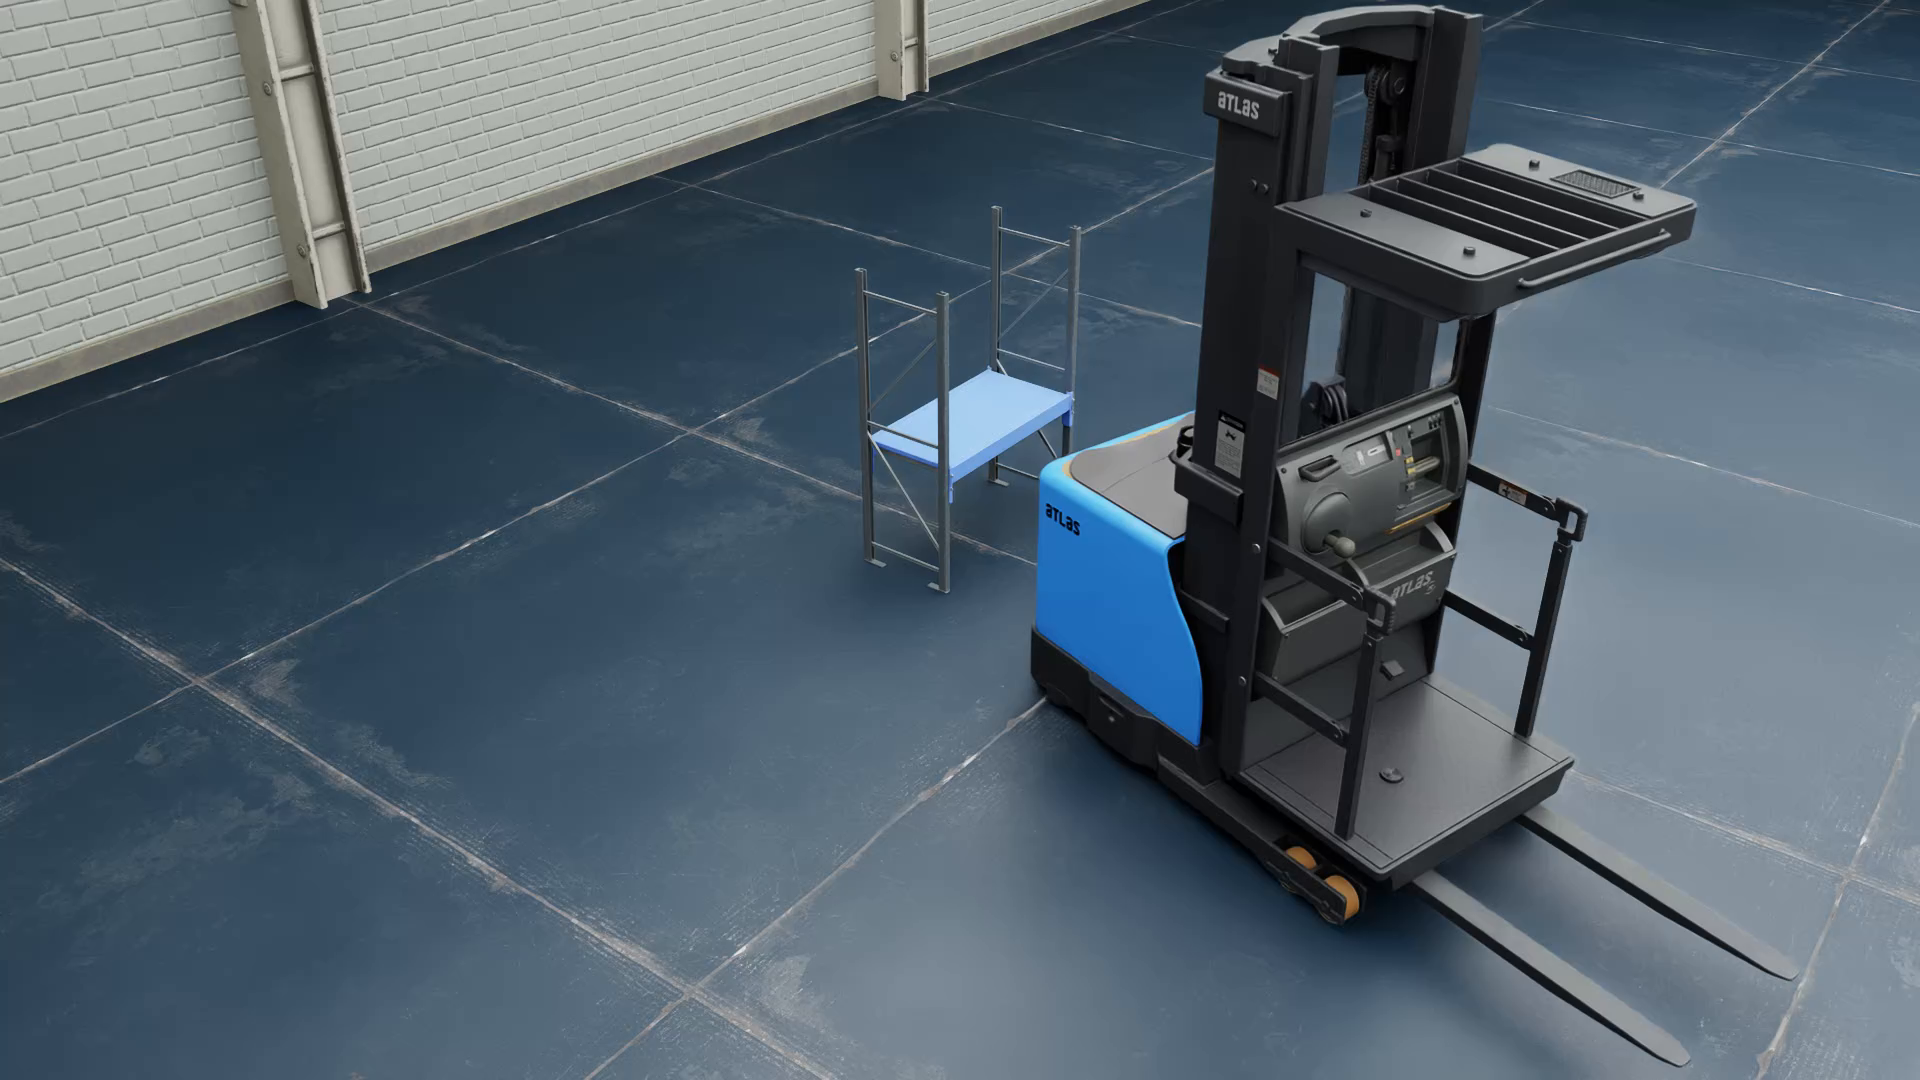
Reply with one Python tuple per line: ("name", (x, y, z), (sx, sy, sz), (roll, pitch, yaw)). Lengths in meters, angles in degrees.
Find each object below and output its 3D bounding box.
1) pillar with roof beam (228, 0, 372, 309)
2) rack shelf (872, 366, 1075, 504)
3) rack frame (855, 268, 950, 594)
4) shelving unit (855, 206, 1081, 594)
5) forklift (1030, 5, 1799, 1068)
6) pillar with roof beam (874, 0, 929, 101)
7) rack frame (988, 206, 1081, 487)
("pillar with roof beam", (-0.711, -4.168, 6.457), (9.100, 9.000, 0.400), (21, 37, 31))
("rack shelf", (0.052, -0.525, 8.018), (0.538, 0.185, 1.000), (21, 37, 31))
("rack frame", (-0.255, -0.473, 7.577), (0.500, 1.500, 0.032), (21, 37, 31))
("shelving unit", (0.052, -0.680, 7.926), (0.538, 1.500, 1.048), (21, 37, 31))
("forklift", (1.579, -0.178, 5.675), (1.130, 2.935, 3.031), (-21, 36, -31))
("pillar with roof beam", (2.911, -6.607, 10.572), (9.100, 9.000, 0.400), (21, 37, 31))
("rack frame", (0.358, -0.887, 8.275), (0.500, 1.500, 0.032), (21, 37, 31))
